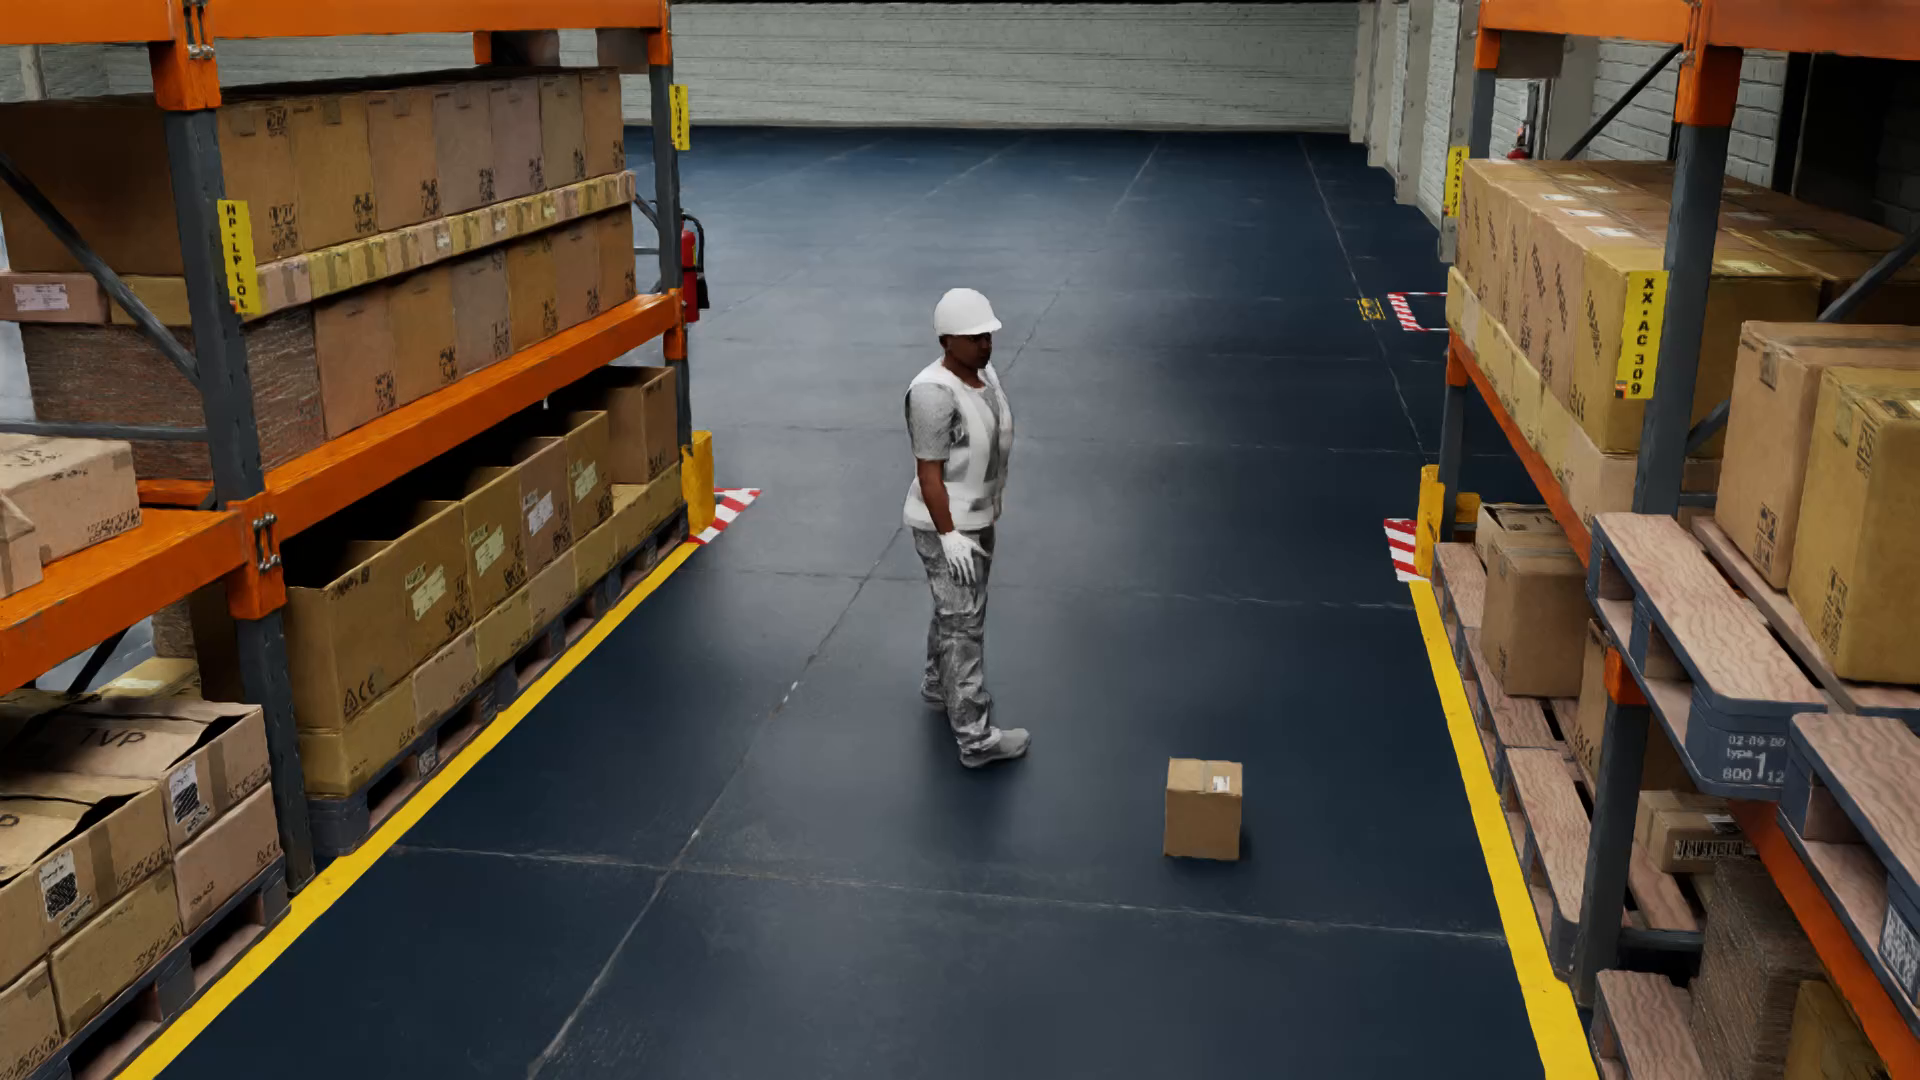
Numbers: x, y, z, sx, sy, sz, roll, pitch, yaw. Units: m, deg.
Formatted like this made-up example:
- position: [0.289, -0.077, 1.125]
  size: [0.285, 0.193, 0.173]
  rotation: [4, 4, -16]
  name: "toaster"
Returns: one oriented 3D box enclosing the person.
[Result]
- position: [0.026, -0.080, 6.270]
  size: [0.569, 1.779, 0.659]
  rotation: [6, 19, 19]
  name: "person"
